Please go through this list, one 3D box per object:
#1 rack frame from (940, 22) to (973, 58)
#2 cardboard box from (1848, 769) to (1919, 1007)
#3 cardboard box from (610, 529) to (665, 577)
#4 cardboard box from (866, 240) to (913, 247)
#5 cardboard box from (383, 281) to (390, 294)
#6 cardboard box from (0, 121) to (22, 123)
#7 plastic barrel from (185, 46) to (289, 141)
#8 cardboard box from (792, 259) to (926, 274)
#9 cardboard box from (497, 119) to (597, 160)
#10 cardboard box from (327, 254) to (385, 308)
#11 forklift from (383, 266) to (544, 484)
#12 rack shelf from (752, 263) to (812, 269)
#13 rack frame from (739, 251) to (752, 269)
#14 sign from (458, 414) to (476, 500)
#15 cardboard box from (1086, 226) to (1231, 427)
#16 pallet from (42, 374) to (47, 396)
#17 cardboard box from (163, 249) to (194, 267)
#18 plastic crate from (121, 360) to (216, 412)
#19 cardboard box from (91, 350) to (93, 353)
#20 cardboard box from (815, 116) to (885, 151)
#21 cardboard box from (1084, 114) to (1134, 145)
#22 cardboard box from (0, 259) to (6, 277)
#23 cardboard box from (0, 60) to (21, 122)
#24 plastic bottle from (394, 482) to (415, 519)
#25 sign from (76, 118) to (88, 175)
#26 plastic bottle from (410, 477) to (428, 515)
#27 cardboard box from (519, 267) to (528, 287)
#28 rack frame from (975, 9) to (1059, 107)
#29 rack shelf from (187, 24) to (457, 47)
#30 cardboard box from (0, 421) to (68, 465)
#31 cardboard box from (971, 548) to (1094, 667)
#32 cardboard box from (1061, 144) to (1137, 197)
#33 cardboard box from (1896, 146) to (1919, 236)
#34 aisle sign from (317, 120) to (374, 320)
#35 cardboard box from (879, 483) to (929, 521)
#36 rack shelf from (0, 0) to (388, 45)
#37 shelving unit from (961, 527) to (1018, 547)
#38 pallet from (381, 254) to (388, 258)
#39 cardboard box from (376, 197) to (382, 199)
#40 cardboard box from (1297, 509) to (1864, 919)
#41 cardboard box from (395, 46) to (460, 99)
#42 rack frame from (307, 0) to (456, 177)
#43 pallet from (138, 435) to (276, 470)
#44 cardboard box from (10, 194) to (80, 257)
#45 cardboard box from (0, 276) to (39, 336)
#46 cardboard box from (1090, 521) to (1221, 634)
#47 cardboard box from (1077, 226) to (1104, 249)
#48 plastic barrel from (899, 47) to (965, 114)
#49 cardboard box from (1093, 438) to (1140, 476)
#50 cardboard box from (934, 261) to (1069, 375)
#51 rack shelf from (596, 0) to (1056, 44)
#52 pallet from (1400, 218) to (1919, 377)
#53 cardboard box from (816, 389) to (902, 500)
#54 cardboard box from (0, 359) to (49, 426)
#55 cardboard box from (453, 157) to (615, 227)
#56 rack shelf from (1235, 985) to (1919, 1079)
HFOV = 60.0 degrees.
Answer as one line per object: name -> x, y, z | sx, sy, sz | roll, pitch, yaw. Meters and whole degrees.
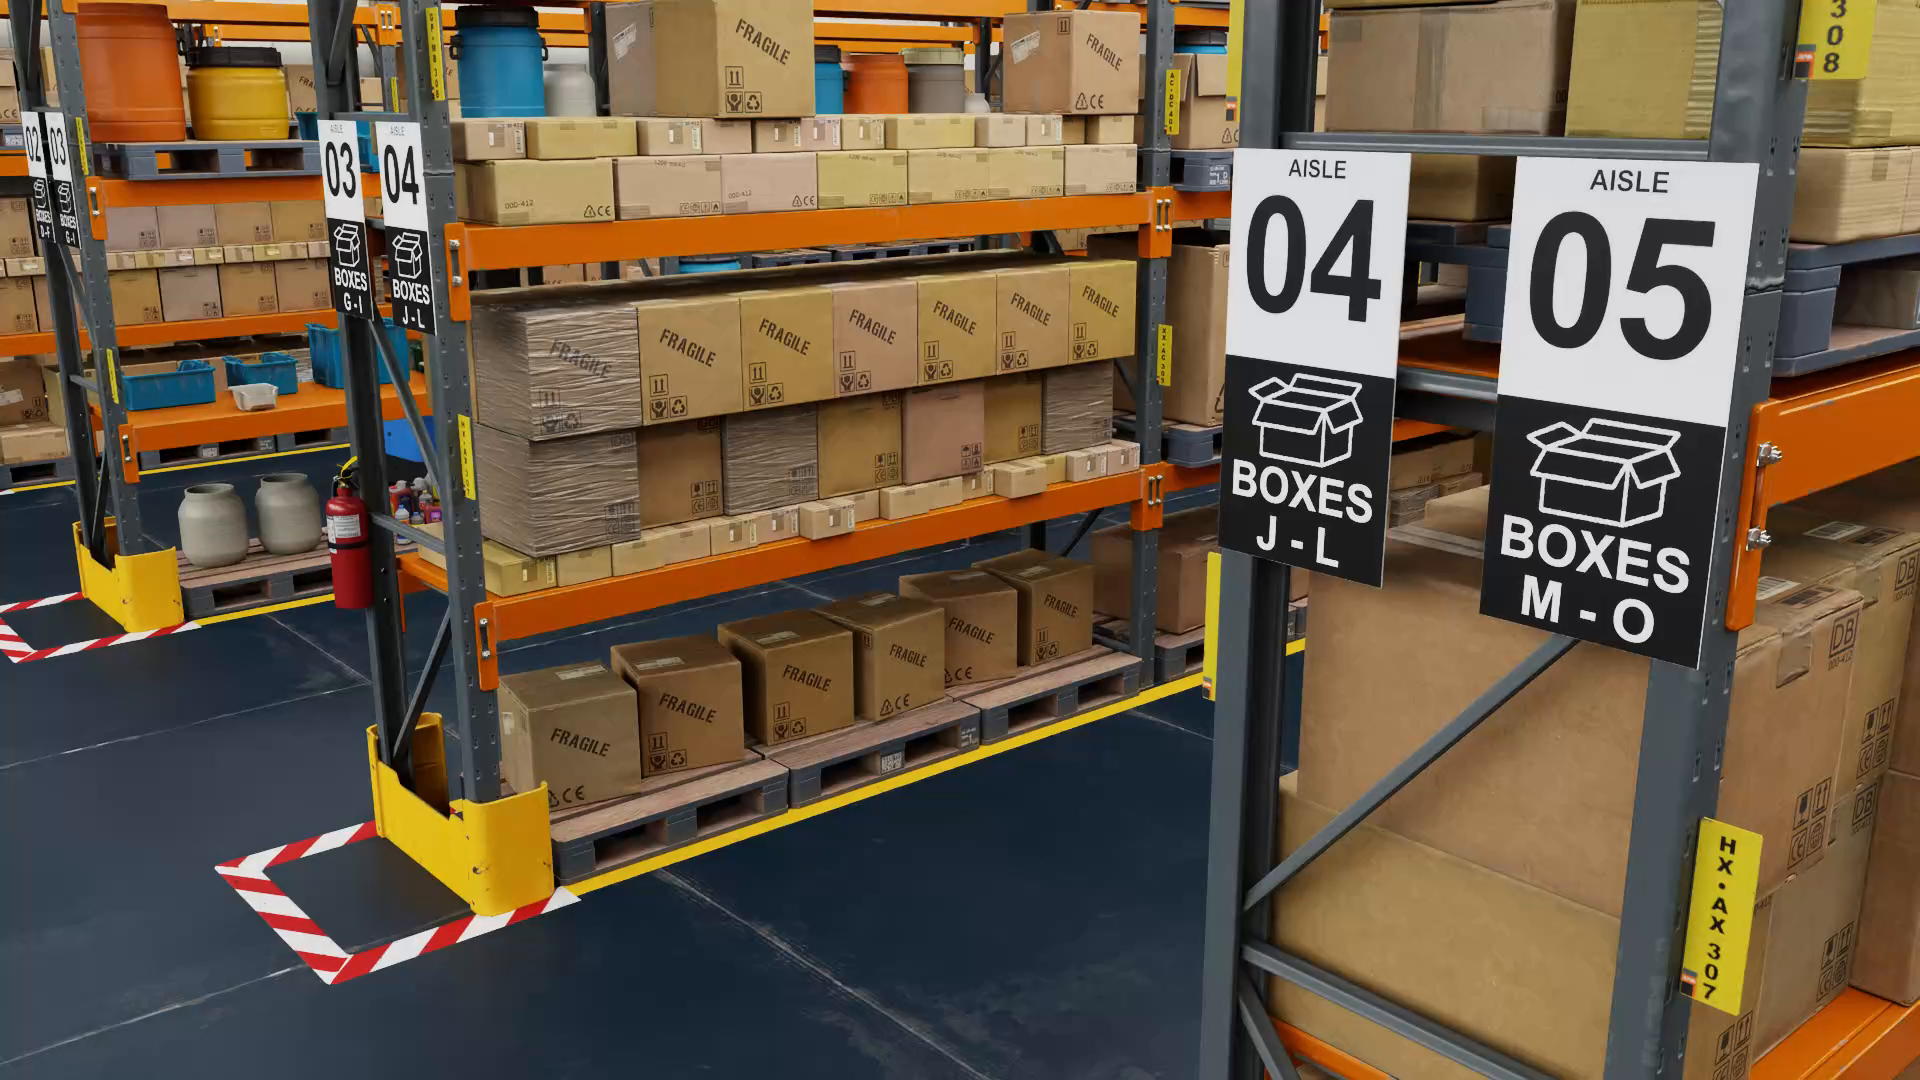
rack frame -> 0.040, -8.511, 27.176 | 0.127, 3.000, 1.000 | -13, 19, -39
cardboard box -> 2.060, 0.661, 4.171 | 0.550, 0.550, 0.875 | -13, 19, -39
cardboard box -> -1.505, 0.032, 7.304 | 0.250, 0.149, 0.380 | -13, 19, -39
cardboard box -> -1.015, -3.911, 20.573 | 0.700, 0.500, 0.500 | 10, 18, 33
cardboard box -> -7.748, -3.239, 21.602 | 0.500, 0.250, 0.500 | -13, 20, -41
cardboard box -> -10.406, -4.685, 18.432 | 0.500, 0.500, 0.500 | -11, 19, -36
plastic barrel -> -4.750, -2.934, 10.932 | 0.600, 0.588, 0.600 | 0, 15, 0
cardboard box -> -0.518, -1.166, 8.594 | 0.500, 0.500, 0.500 | -13, 19, -39
cardboard box -> -1.657, -1.605, 6.653 | 0.250, 0.149, 0.380 | -12, 19, -38
cardboard box -> -6.089, -2.588, 16.433 | 0.500, 0.500, 0.700 | -13, 20, -41
forklift -> -3.894, -2.136, 15.068 | 1.130, 2.935, 3.031 | 13, 20, 41
rack shelf -> -1.232, -3.285, 20.630 | 4.000, 0.370, 1.077 | -13, 19, -39
rack frame -> -2.741, -3.294, 19.269 | 0.127, 3.000, 1.000 | -13, 19, -39
sign -> -1.919, -0.322, 6.465 | 0.005, 0.325, 0.100 | -13, 19, -39
cardboard box -> 1.433, -1.287, 9.780 | 1.000, 1.000, 1.000 | -12, 19, -39
pallet -> -10.417, -1.904, 19.470 | 1.213, 0.211, 1.003 | -13, 19, -39
cardboard box -> -7.178, -2.585, 15.164 | 0.250, 0.149, 0.380 | -12, 19, -39
plastic crate -> -5.346, -1.045, 11.137 | 0.616, 0.251, 0.499 | -13, 19, -39
cardboard box -> -10.233, -2.148, 19.651 | 0.380, 0.149, 0.250 | 14, 20, 42
cardboard box -> -0.566, -1.892, 7.727 | 0.250, 0.149, 0.380 | -14, 20, -41
cardboard box -> 0.686, -2.145, 8.673 | 0.250, 0.149, 0.380 | -12, 19, -38
cardboard box -> -8.338, -2.325, 14.190 | 0.250, 0.149, 0.380 | -13, 20, -40
cardboard box -> -8.339, -3.805, 14.084 | 0.637, 0.503, 0.797 | -11, 18, -36
plastic bottle -> -4.151, -0.287, 12.423 | 0.133, 0.283, 0.061 | -13, 19, -39
sign -> -5.169, -2.319, 9.790 | 0.005, 0.325, 0.100 | -13, 19, -39
plastic bottle -> -4.116, -0.328, 12.589 | 0.135, 0.276, 0.152 | -13, 20, -41
cardboard box -> -4.771, -2.881, 17.528 | 0.500, 0.500, 0.500 | -11, 18, -35
rack frame -> 0.508, -5.227, 14.882 | 0.127, 3.000, 1.000 | -13, 19, -39
rack shelf -> -7.504, -6.276, 20.978 | 4.000, 0.370, 1.077 | -13, 19, -39
cardboard box -> -8.225, -0.861, 14.674 | 0.500, 0.250, 0.500 | -13, 19, -39
cardboard box -> 0.414, 0.378, 9.553 | 0.500, 0.500, 0.500 | -13, 20, -41
cardboard box -> 0.569, -1.936, 8.662 | 0.500, 0.250, 0.500 | -12, 19, -37
cardboard box -> 1.565, -0.645, 3.018 | 0.250, 0.149, 0.380 | -12, 19, -39
aisle sign -> -2.519, -1.313, 6.816 | 0.004, 0.787, 0.394 | -13, 19, -39
cardboard box -> -0.369, -0.221, 8.251 | 0.250, 0.149, 0.380 | -13, 19, -39
rack shelf -> -7.267, -4.635, 14.834 | 4.000, 0.370, 1.077 | -13, 19, -39
shelving unit -> 0.125, -1.042, 12.584 | 0.503, 2.100, 0.431 | -13, 19, -39
pallet -> -7.462, -3.822, 21.616 | 1.213, 0.211, 1.003 | -13, 19, -39
cardboard box -> -7.269, -4.221, 21.695 | 0.500, 0.500, 0.700 | -13, 19, -39
cardboard box -> 1.209, 0.324, 3.342 | 0.550, 0.550, 0.875 | -13, 19, -39
cardboard box -> -5.267, -4.655, 16.575 | 0.500, 0.500, 0.500 | -12, 19, -39
rack frame -> -2.276, -2.908, 6.198 | 0.127, 3.000, 1.000 | -13, 19, -39
pallet -> -7.306, -0.935, 15.840 | 1.213, 0.211, 1.003 | -13, 19, -39
cardboard box -> -7.982, -2.789, 14.672 | 0.500, 0.500, 0.700 | -13, 20, -41
cardboard box -> -8.415, -2.063, 14.469 | 0.500, 0.500, 0.700 | -13, 19, -39
cardboard box -> 1.219, 0.208, 10.149 | 0.700, 0.500, 0.500 | 14, 21, 43
cardboard box -> 1.603, -4.225, 22.560 | 0.500, 0.500, 0.500 | -13, 20, -40
plastic barrel -> -0.254, -3.923, 14.842 | 0.600, 0.901, 0.600 | 0, 15, 0
cardboard box -> 0.773, -0.472, 9.191 | 0.250, 0.149, 0.380 | -13, 19, -39
cardboard box -> 0.207, -1.147, 8.525 | 0.500, 0.500, 0.500 | -13, 19, -39
rack shelf -> -1.001, -4.348, 13.758 | 4.000, 0.370, 1.077 | -13, 19, -39
pallet -> 1.457, -0.561, 3.396 | 1.213, 0.211, 1.003 | -13, 19, -39
cardboard box -> -0.754, -0.556, 8.249 | 0.500, 0.500, 0.875 | -13, 19, -39
cardboard box -> -8.567, -1.324, 14.956 | 0.500, 0.500, 0.500 | -13, 19, -39
cardboard box -> -1.743, -1.417, 6.722 | 0.500, 0.250, 0.500 | -12, 19, -38
rack shelf -> 2.413, 0.982, 4.655 | 4.000, 0.370, 1.077 | -13, 19, -39
